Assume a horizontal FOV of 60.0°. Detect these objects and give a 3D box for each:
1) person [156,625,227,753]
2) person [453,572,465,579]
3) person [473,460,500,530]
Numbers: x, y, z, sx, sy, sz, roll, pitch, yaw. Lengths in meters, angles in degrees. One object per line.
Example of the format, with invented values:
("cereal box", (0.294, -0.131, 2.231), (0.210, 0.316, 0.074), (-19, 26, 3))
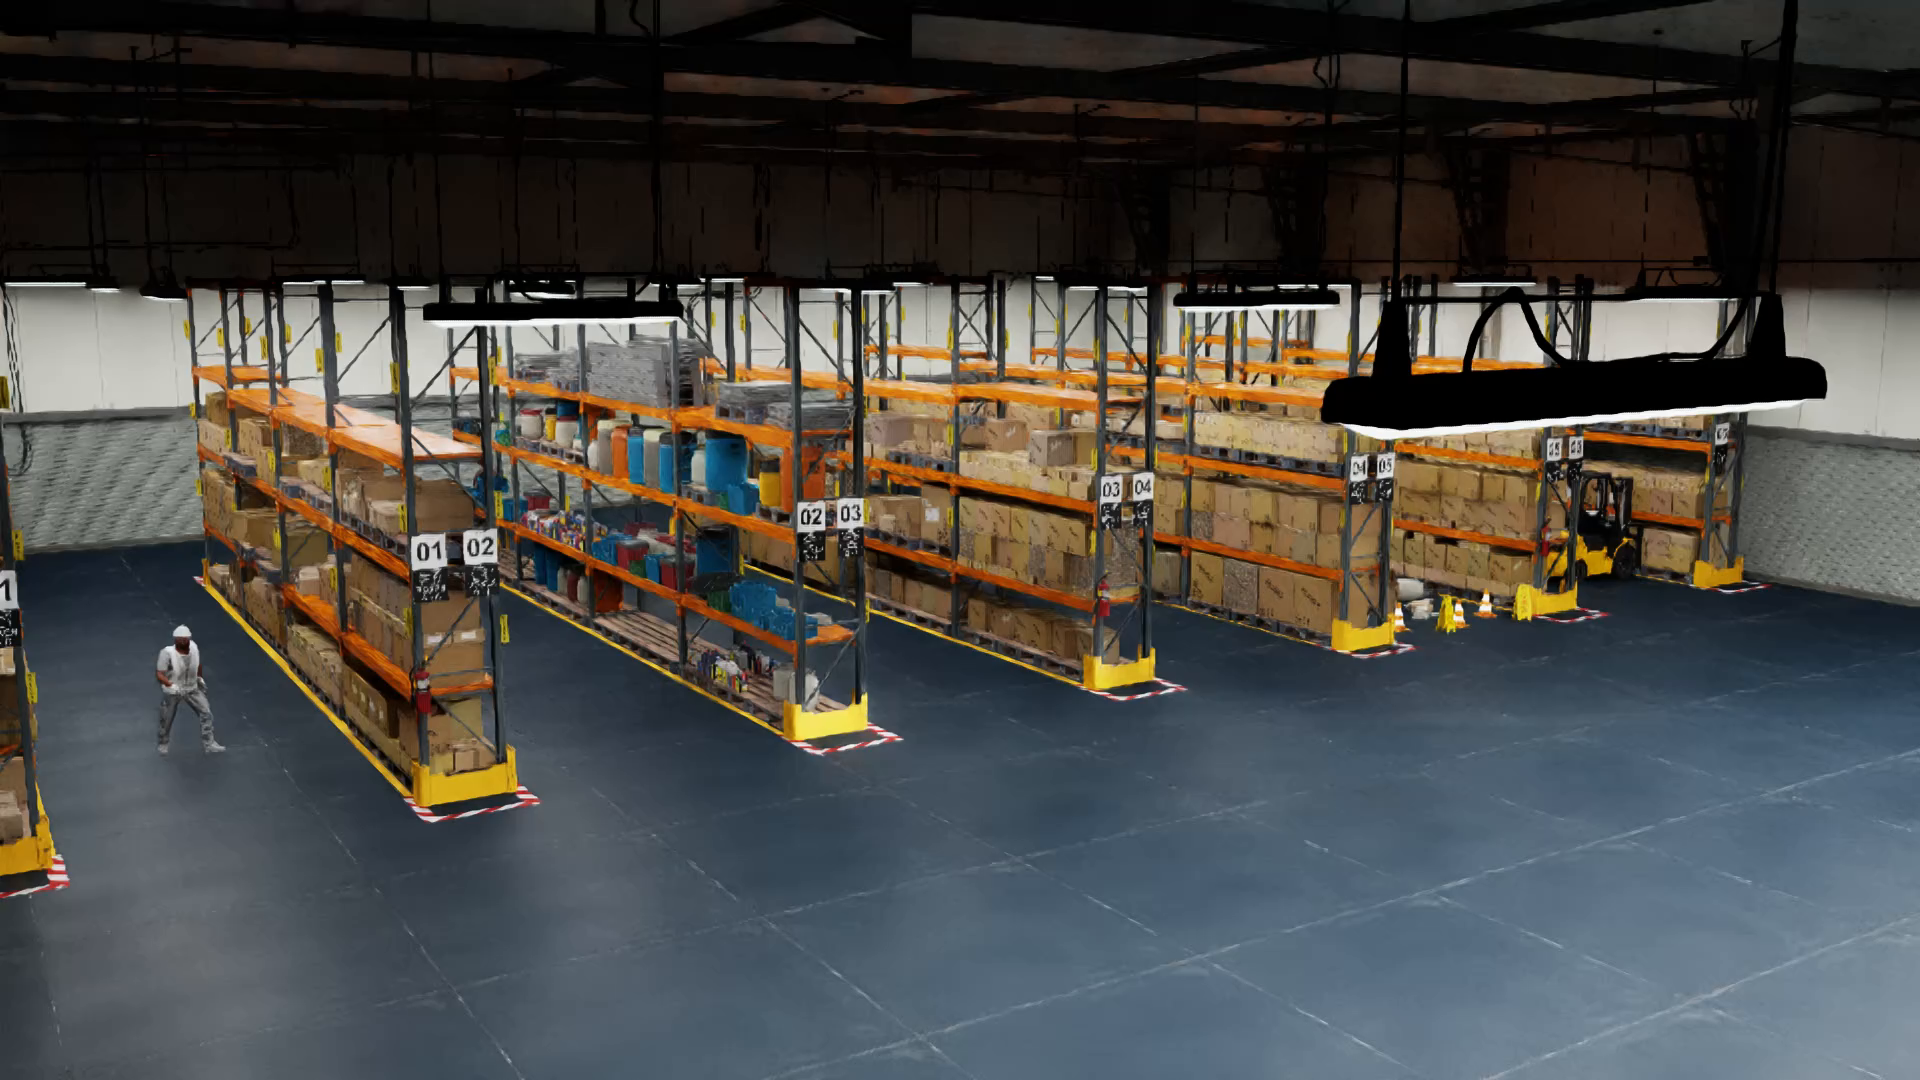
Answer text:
("person", (-10.011, 1.918, 21.404), (0.849, 1.717, 0.701), (8, 13, 41))
("person", (-8.851, 0.703, 28.695), (0.677, 1.725, 0.552), (-6, 11, -33))
("person", (-11.157, -1.104, 39.394), (0.729, 1.733, 0.546), (-6, 12, -34))
